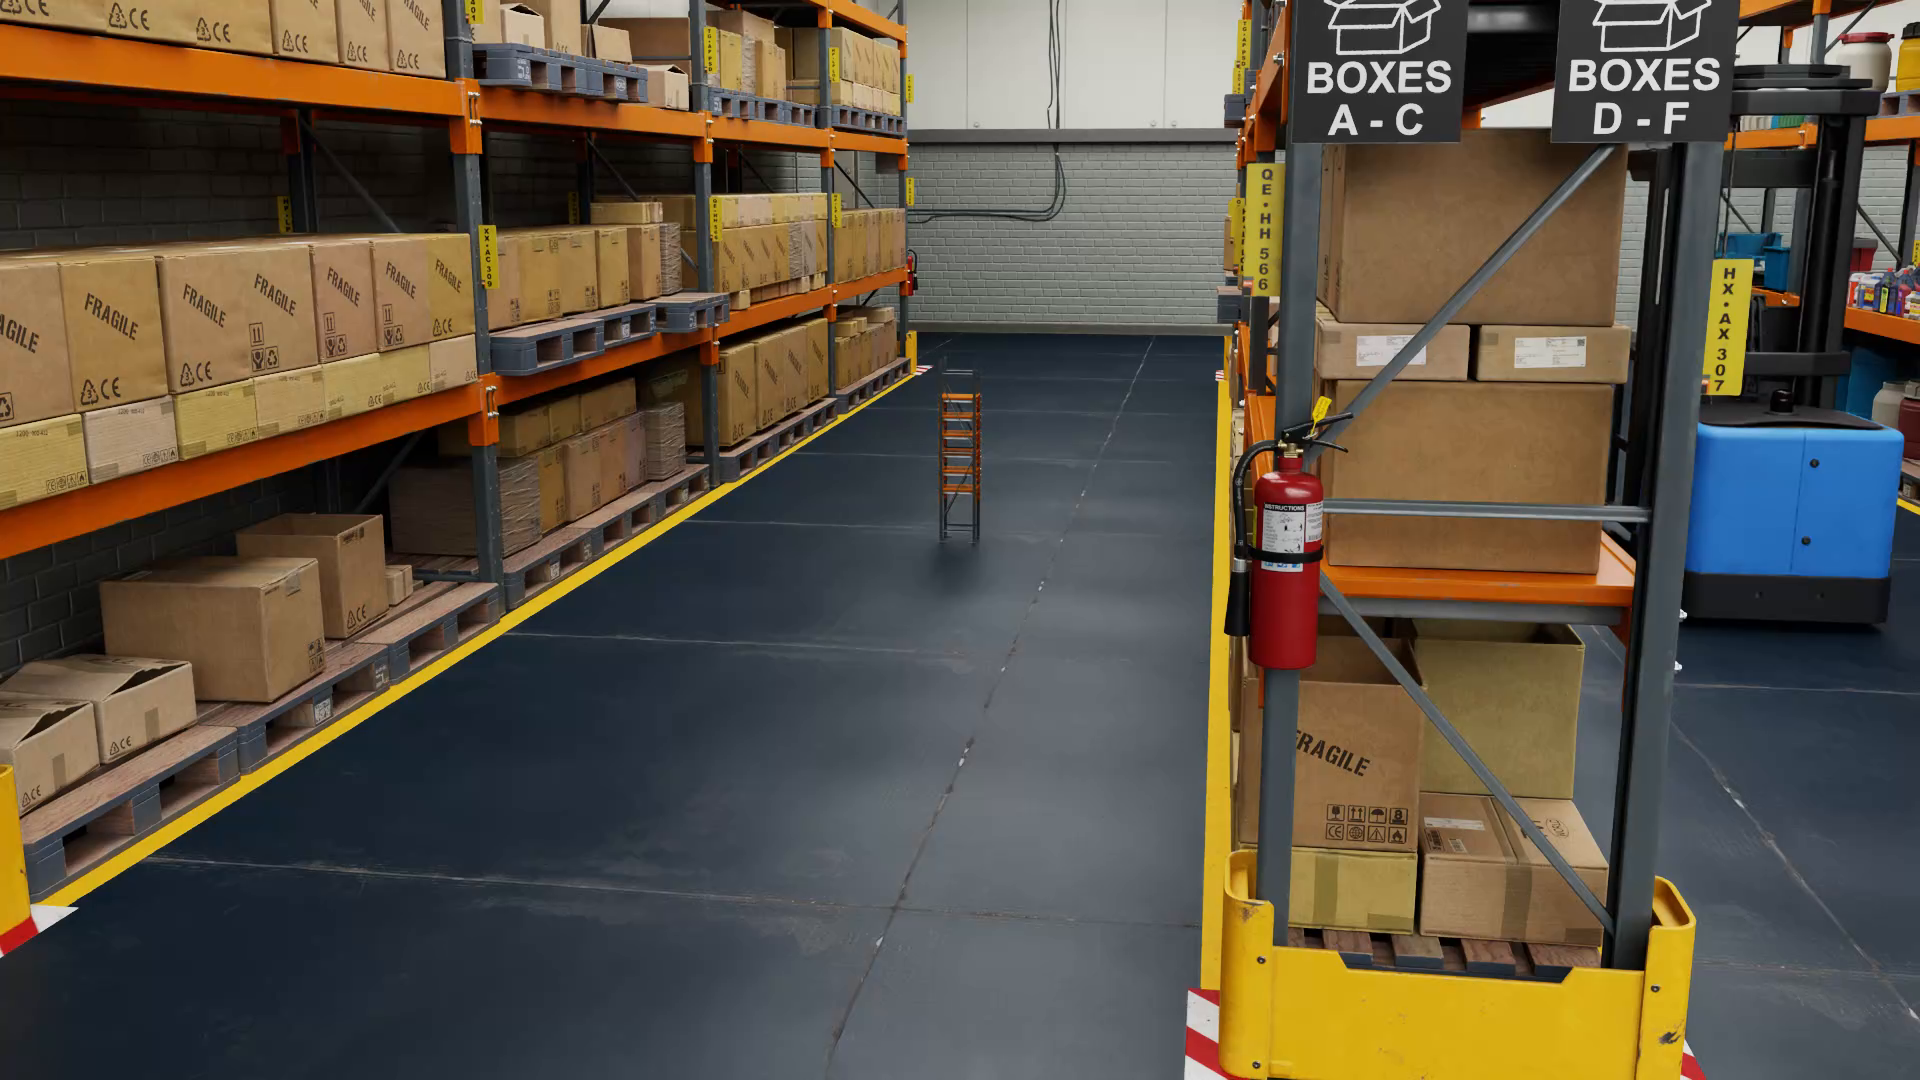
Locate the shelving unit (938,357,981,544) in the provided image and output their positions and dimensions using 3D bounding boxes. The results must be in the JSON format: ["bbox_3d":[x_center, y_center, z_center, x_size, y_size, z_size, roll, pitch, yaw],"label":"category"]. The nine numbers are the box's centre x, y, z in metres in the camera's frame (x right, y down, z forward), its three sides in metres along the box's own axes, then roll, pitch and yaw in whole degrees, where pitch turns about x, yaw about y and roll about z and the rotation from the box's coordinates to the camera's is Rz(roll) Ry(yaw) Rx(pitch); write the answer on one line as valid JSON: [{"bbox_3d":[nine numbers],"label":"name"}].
[{"bbox_3d":[-0.002,-0.584,10.853,0.258,1.200,0.189,2,12,9],"label":"shelving unit"}]

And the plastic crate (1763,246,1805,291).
[{"bbox_3d":[7.768,-2.535,15.532,0.392,0.384,0.575,2,12,9],"label":"plastic crate"}]

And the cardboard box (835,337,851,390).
[{"bbox_3d":[-1.539,-1.862,17.450,0.700,0.500,0.500,2,12,9],"label":"cardboard box"}]

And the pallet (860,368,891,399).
[{"bbox_3d":[-1.376,-1.774,18.722,1.003,0.211,1.213,2,12,9],"label":"pallet"}]

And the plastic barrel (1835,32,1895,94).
[{"bbox_3d":[7.705,-4.042,14.189,0.433,0.535,0.433,0,12,0],"label":"plastic barrel"}]

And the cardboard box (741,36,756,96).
[{"bbox_3d":[-2.161,-4.057,14.296,0.700,0.500,0.500,2,12,9],"label":"cardboard box"}]

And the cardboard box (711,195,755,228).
[{"bbox_3d":[-1.964,-2.662,13.456,0.500,0.250,0.500,2,12,8],"label":"cardboard box"}]

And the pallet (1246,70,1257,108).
[{"bbox_3d":[2.509,-2.964,10.954,1.213,0.211,1.003,2,12,11],"label":"pallet"}]

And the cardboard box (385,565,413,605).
[{"bbox_3d":[-3.039,0.221,8.527,0.380,0.166,0.250,0,12,1],"label":"cardboard box"}]

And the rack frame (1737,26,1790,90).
[{"bbox_3d":[8.649,-6.171,18.266,1.000,3.000,0.127,2,12,9],"label":"rack frame"}]

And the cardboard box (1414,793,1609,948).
[{"bbox_3d":[1.597,0.966,4.921,0.500,0.250,0.500,2,12,9],"label":"cardboard box"}]

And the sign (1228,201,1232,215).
[{"bbox_3d":[3.219,-3.840,19.636,0.100,0.325,0.005,2,12,9],"label":"sign"}]

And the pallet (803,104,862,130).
[{"bbox_3d":[-1.619,-4.319,17.006,1.003,0.211,1.213,2,12,9],"label":"pallet"}]

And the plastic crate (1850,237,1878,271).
[{"bbox_3d":[8.419,-2.644,15.846,0.402,0.464,0.583,2,12,9],"label":"plastic crate"}]

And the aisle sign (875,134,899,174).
[{"bbox_3d":[-0.833,-4.835,20.138,0.394,0.787,0.004,2,12,9],"label":"aisle sign"}]

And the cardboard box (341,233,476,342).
[{"bbox_3d":[-2.753,-1.256,8.228,0.500,0.500,0.500,2,12,9],"label":"cardboard box"}]

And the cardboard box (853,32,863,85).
[{"bbox_3d":[-1.296,-4.987,17.233,0.500,0.500,0.500,2,12,7],"label":"cardboard box"}]

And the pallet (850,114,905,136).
[{"bbox_3d":[-1.244,-4.827,19.362,1.003,0.211,1.213,2,12,9],"label":"pallet"}]

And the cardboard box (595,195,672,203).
[{"bbox_3d":[-2.557,-2.567,13.014,0.500,0.250,0.500,2,12,10],"label":"cardboard box"}]

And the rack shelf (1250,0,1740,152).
[{"bbox_3d":[1.602,-1.600,5.883,1.077,0.370,4.000,2,12,9],"label":"rack shelf"}]

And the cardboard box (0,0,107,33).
[{"bbox_3d":[-3.185,-1.925,5.403,0.500,0.500,0.500,3,12,12],"label":"cardboard box"}]

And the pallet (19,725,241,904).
[{"bbox_3d":[-3.429,0.951,6.079,1.003,0.211,1.213,2,12,9],"label":"pallet"}]

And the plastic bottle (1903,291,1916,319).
[{"bbox_3d":[7.235,-1.787,12.636,0.097,0.201,0.097,0,12,0],"label":"plastic bottle"}]

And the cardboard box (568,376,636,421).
[{"bbox_3d":[-2.580,-0.985,11.553,0.500,0.250,0.500,2,12,10],"label":"cardboard box"}]

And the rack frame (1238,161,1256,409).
[{"bbox_3d":[2.525,-1.734,11.919,1.000,3.000,0.127,2,12,9],"label":"rack frame"}]

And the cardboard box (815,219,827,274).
[{"bbox_3d":[-1.577,-2.826,15.996,0.500,0.500,0.500,2,12,8],"label":"cardboard box"}]

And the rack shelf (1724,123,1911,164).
[{"bbox_3d":[8.341,-3.936,16.726,1.077,0.370,4.000,2,12,9],"label":"rack shelf"}]

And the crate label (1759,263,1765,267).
[{"bbox_3d":[8.625,-2.844,17.554,0.396,0.136,0.243,2,12,9],"label":"crate label"}]

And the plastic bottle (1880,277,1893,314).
[{"bbox_3d":[7.284,-1.918,13.049,0.061,0.283,0.133,2,12,9],"label":"plastic bottle"}]

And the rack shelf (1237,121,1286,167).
[{"bbox_3d":[2.832,-3.265,13.610,1.077,0.370,4.000,2,12,9],"label":"rack shelf"}]

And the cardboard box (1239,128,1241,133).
[{"bbox_3d":[3.108,-4.277,16.958,0.500,0.250,0.500,2,12,9],"label":"cardboard box"}]

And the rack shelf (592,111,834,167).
[{"bbox_3d":[-2.063,-3.425,14.352,1.077,0.370,4.000,2,12,9],"label":"rack shelf"}]

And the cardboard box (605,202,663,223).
[{"bbox_3d":[-2.394,-2.402,12.197,0.380,0.149,0.250,0,12,1],"label":"cardboard box"}]

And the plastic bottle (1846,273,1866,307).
[{"bbox_3d":[7.444,-2.068,13.763,0.152,0.276,0.135,2,12,9],"label":"plastic bottle"}]

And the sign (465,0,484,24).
[{"bbox_3d":[-2.449,-2.764,8.352,0.100,0.325,0.005,2,12,9],"label":"sign"}]

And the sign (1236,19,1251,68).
[{"bbox_3d":[1.989,-3.471,11.632,0.100,0.325,0.005,2,12,9],"label":"sign"}]

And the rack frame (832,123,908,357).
[{"bbox_3d":[-1.140,-3.559,20.387,1.000,3.000,0.127,2,12,9],"label":"rack frame"}]

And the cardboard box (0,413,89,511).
[{"bbox_3d":[-3.212,-0.256,5.370,0.500,0.250,0.500,2,12,7],"label":"cardboard box"}]

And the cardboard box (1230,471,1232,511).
[{"bbox_3d":[2.003,-0.282,10.714,0.500,0.250,0.500,2,12,7],"label":"cardboard box"}]

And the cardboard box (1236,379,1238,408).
[{"bbox_3d":[2.516,-1.037,13.574,0.500,0.500,0.500,1,12,7],"label":"cardboard box"}]

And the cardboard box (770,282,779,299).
[{"bbox_3d":[-1.819,-2.216,14.703,0.380,0.149,0.250,2,12,10],"label":"cardboard box"}]

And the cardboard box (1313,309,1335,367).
[{"bbox_3d":[1.204,-0.575,4.763,0.380,0.149,0.250,2,12,10],"label":"cardboard box"}]

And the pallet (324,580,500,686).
[{"bbox_3d":[-3.054,0.443,8.436,1.003,0.211,1.213,2,12,9],"label":"pallet"}]

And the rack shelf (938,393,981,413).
[{"bbox_3d":[-0.002,-0.892,10.787,0.258,0.103,0.180,2,12,9],"label":"rack shelf"}]

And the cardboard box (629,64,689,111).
[{"bbox_3d":[-2.215,-3.168,11.615,0.500,0.311,0.500,2,12,9],"label":"cardboard box"}]

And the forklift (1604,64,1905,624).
[{"bbox_3d":[4.529,-1.256,9.863,1.130,2.935,3.031,2,12,8],"label":"forklift"}]

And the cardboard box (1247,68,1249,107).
[{"bbox_3d":[2.717,-3.555,13.014,0.910,0.500,0.500,2,12,9],"label":"cardboard box"}]

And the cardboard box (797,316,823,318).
[{"bbox_3d":[-1.599,-2.372,18.279,0.380,0.149,0.250,2,12,9],"label":"cardboard box"}]

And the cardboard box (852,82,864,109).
[{"bbox_3d":[-1.296,-4.614,17.286,0.500,0.250,0.500,2,12,7],"label":"cardboard box"}]

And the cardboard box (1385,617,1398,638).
[{"bbox_3d":[1.736,0.391,5.810,0.500,0.500,0.500,2,12,9],"label":"cardboard box"}]

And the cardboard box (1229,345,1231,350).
[{"bbox_3d":[3.314,-2.062,18.924,0.500,0.250,0.500,2,12,9],"label":"cardboard box"}]

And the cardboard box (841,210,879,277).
[{"bbox_3d":[-1.436,-3.289,18.422,0.980,0.700,0.700,1,12,6],"label":"cardboard box"}]
